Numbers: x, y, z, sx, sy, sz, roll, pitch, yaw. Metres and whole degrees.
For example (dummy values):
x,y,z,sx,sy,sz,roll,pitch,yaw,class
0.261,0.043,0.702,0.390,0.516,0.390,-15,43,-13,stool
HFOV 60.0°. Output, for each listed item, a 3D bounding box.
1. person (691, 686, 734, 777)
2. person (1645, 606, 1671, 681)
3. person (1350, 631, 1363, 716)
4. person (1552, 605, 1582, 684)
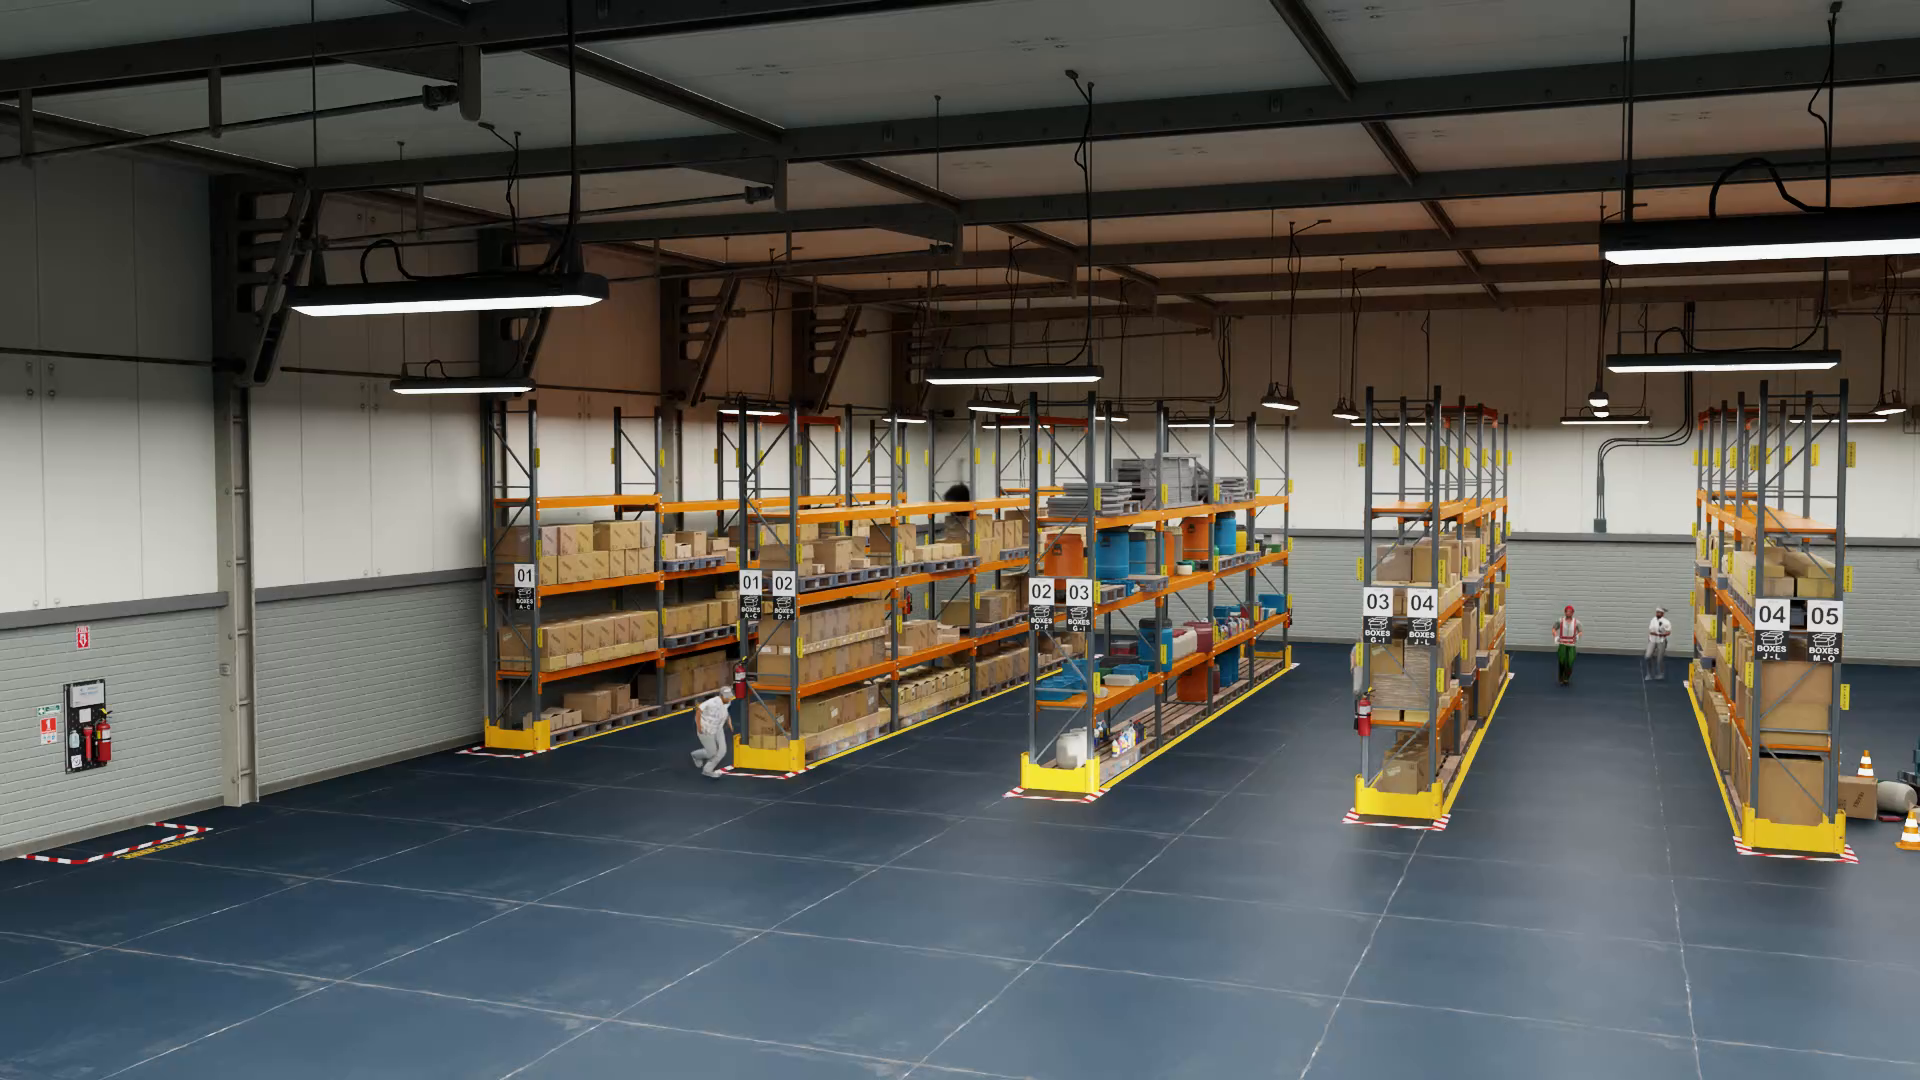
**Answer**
x,y,z,sx,sy,sz,roll,pitch,yaw,class
-3.874,2.997,25.992,0.914,1.474,0.625,2,4,38,person
15.689,2.328,37.328,0.659,1.720,0.547,-3,4,-44,person
7.754,2.593,31.976,0.515,1.681,0.694,1,3,17,person
13.367,2.311,36.570,0.619,1.740,0.608,1,3,14,person
